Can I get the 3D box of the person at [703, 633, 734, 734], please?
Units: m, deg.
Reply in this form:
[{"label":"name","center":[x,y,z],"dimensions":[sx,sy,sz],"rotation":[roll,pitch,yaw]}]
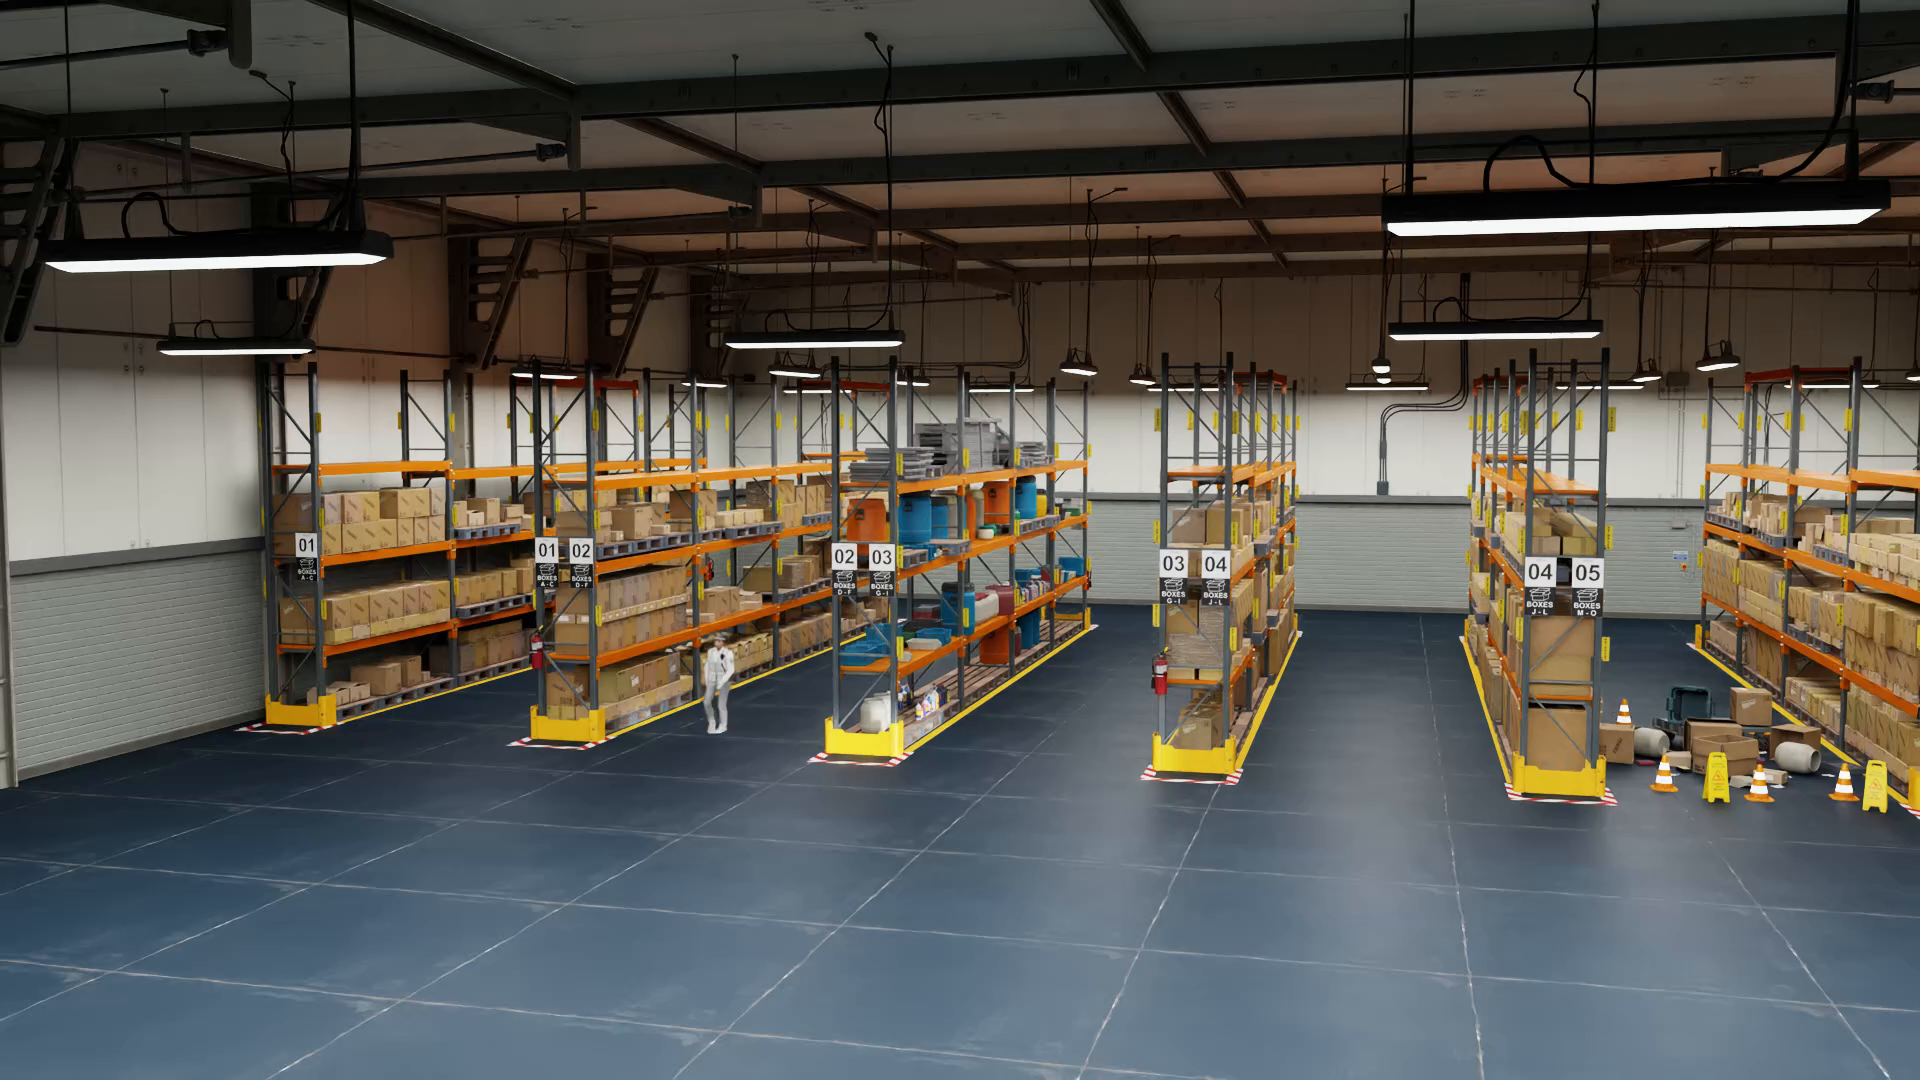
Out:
[{"label":"person","center":[-3.905,2.314,26.763],"dimensions":[0.558,1.680,0.504],"rotation":[1,4,13]}]
